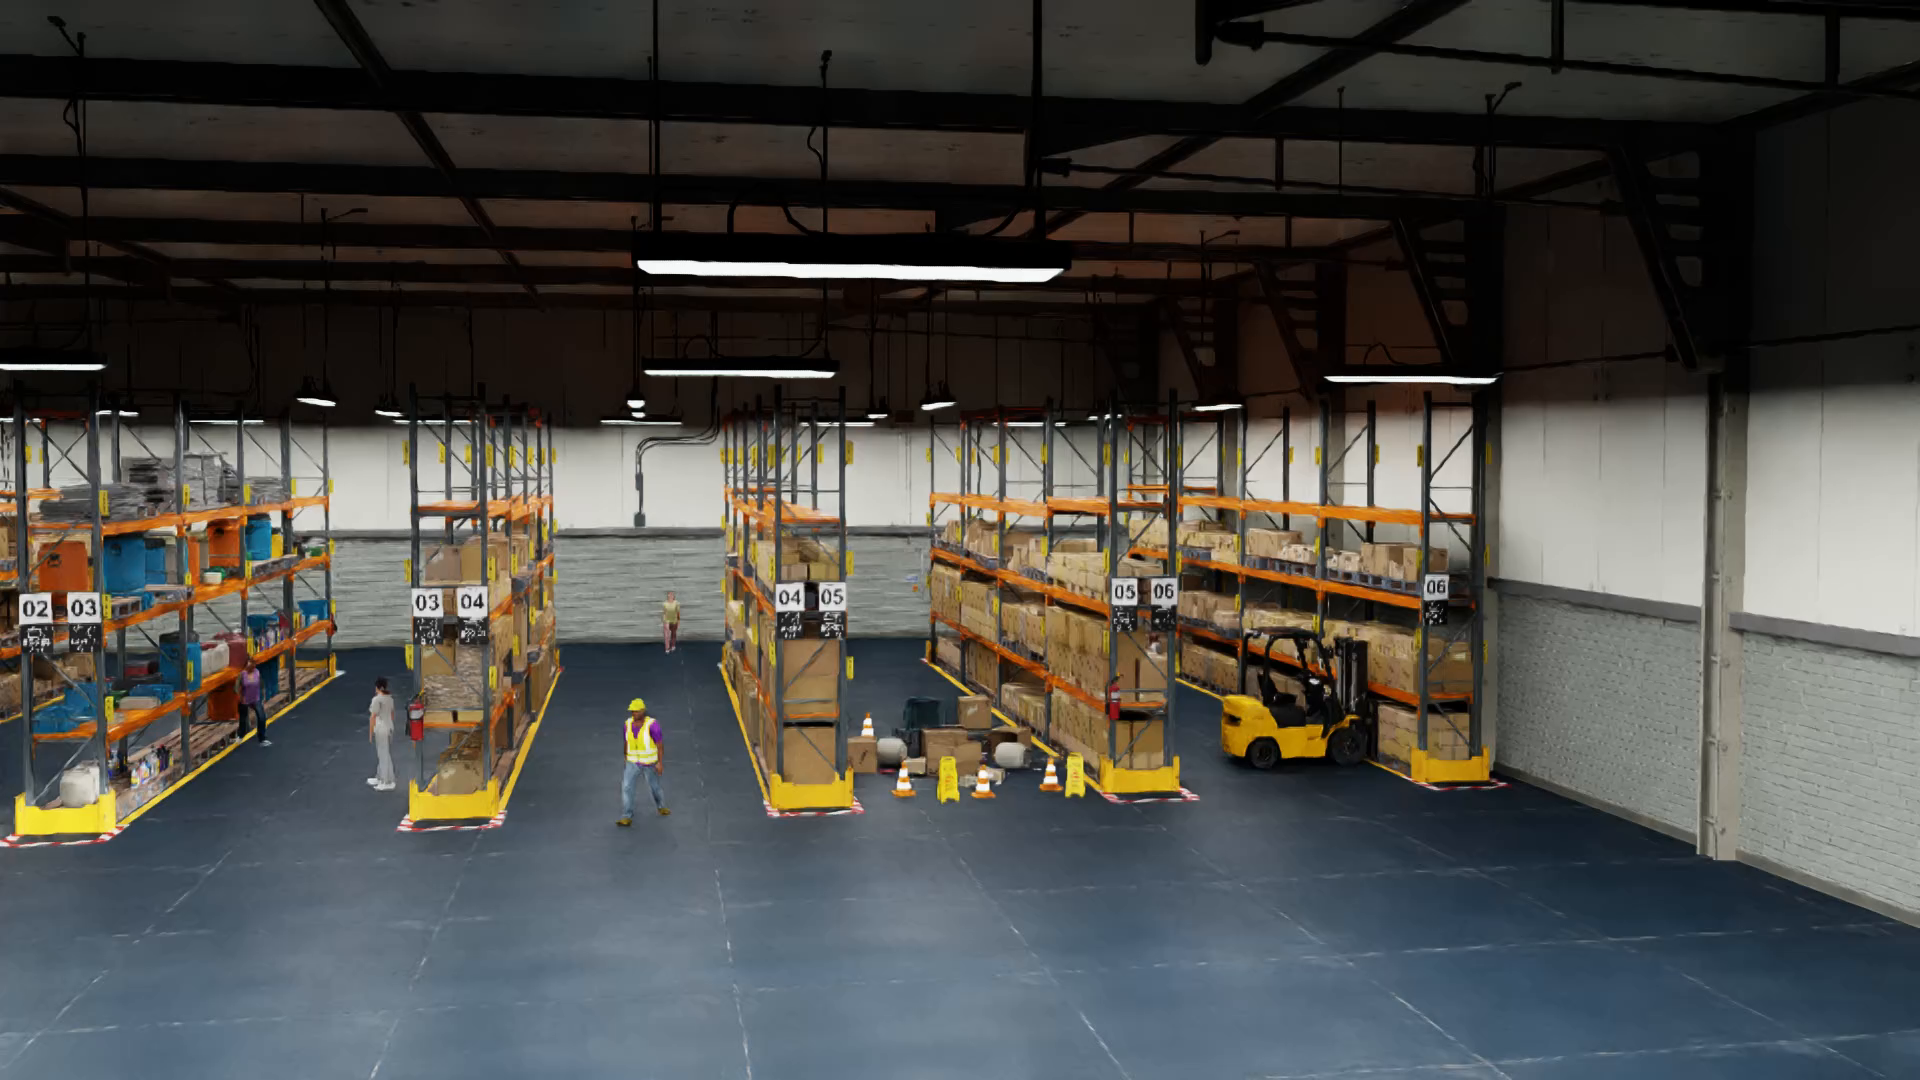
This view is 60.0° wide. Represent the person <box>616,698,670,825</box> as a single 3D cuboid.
[{"bbox_3d":[-4.330,3.001,22.712,0.618,1.712,0.971,1,3,10],"label":"person"}]

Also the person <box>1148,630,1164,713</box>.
[{"bbox_3d":[3.771,2.551,32.386,0.527,1.592,0.522,1,3,18],"label":"person"}]

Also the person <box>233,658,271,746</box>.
[{"bbox_3d":[-12.236,2.771,28.685,0.561,1.525,0.788,-2,3,-28],"label":"person"}]

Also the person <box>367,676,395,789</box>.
[{"bbox_3d":[-8.728,2.882,25.037,0.575,1.665,0.577,1,3,11],"label":"person"}]

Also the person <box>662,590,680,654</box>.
[{"bbox_3d":[-7.299,2.058,42.095,0.446,1.591,1.110,-1,3,-13],"label":"person"}]
